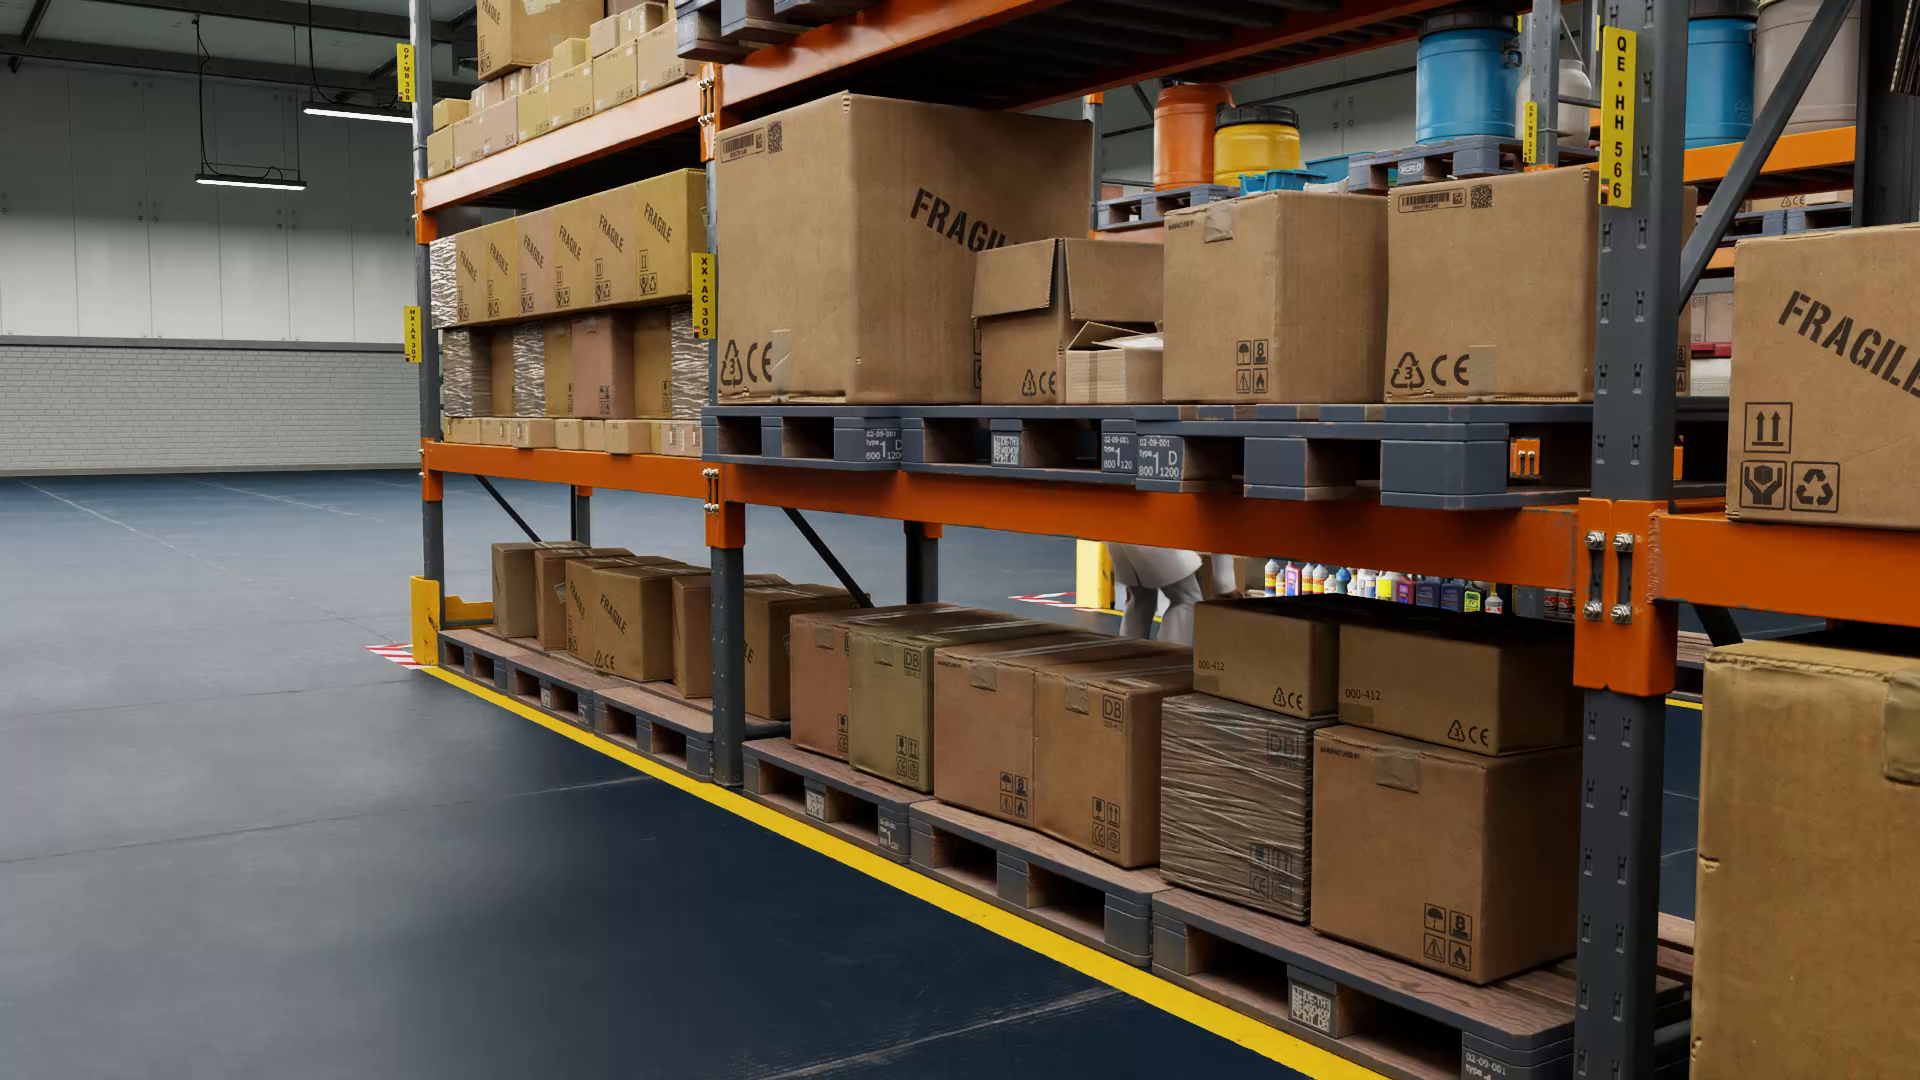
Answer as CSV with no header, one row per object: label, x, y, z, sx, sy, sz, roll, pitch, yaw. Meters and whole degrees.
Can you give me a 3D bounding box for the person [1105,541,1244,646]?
person,1.162,0.134,8.808,0.890,1.347,0.561,-3,6,-36
